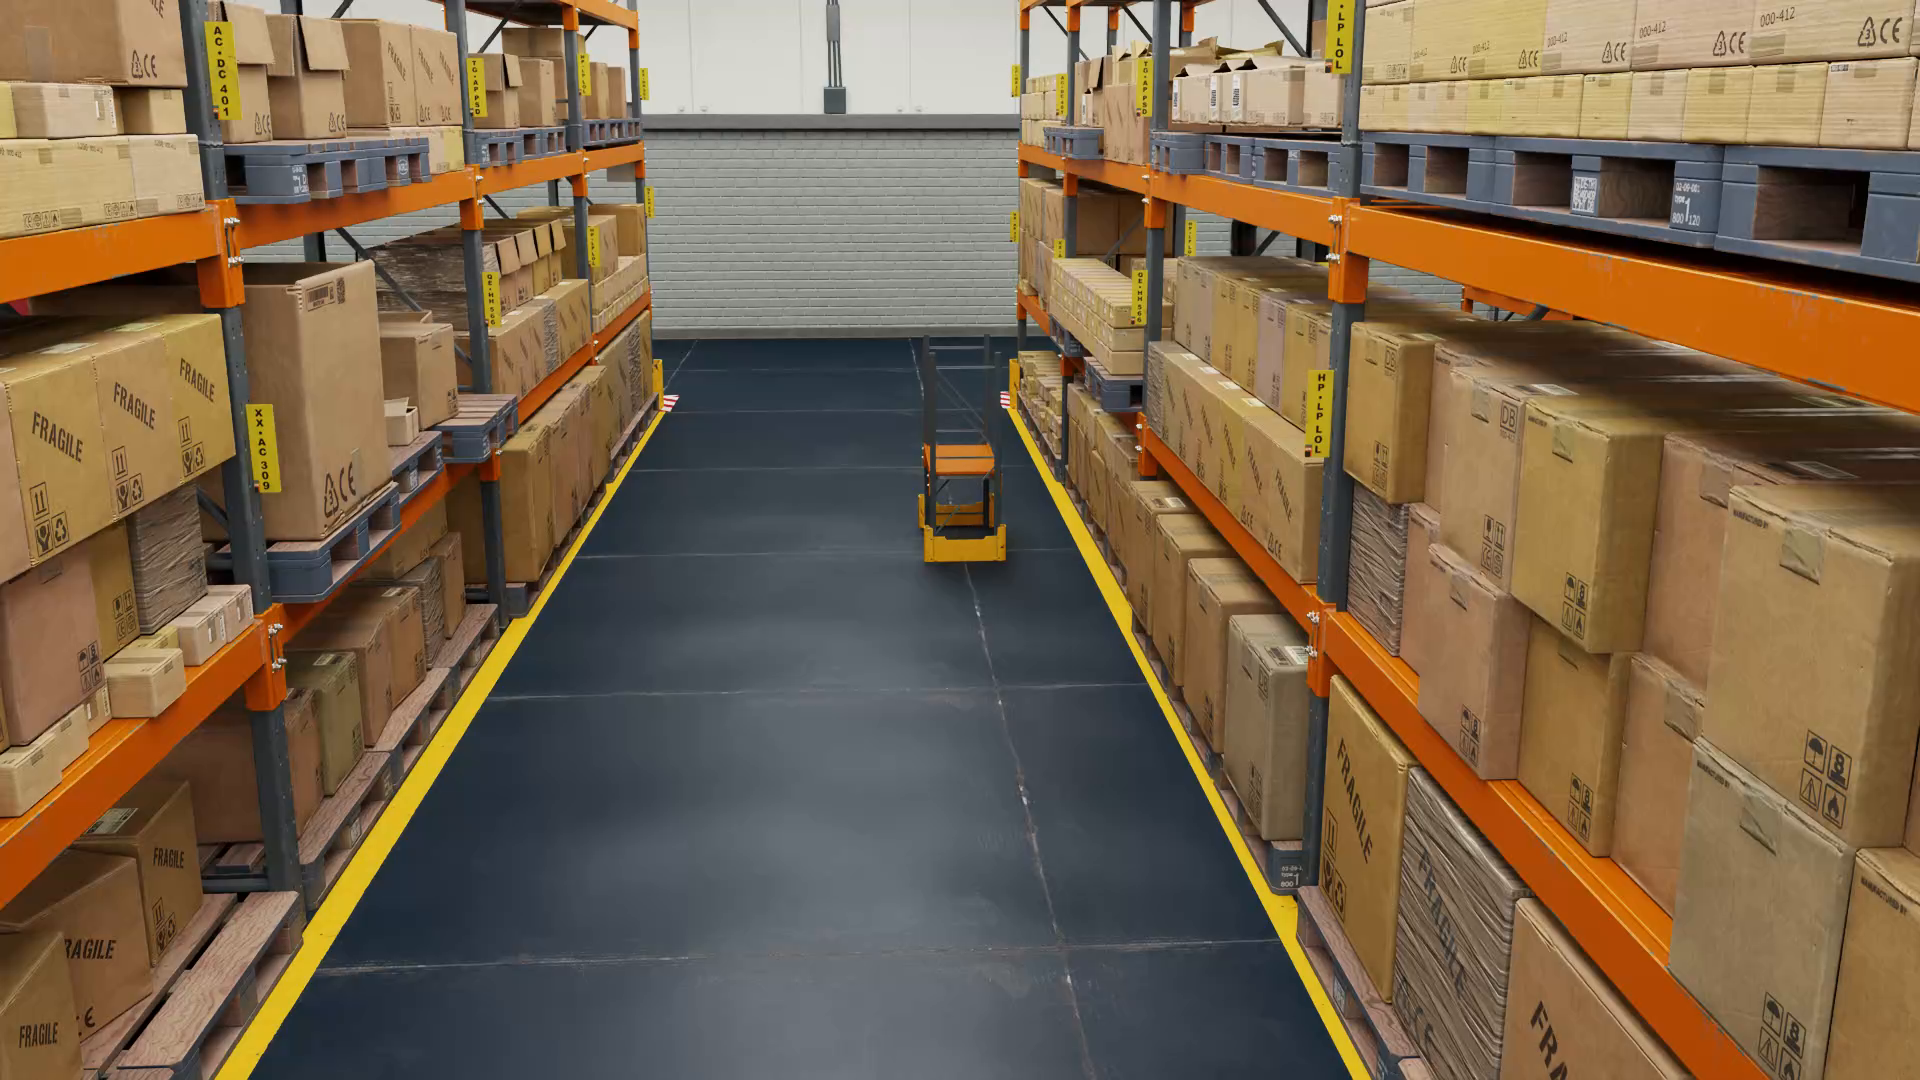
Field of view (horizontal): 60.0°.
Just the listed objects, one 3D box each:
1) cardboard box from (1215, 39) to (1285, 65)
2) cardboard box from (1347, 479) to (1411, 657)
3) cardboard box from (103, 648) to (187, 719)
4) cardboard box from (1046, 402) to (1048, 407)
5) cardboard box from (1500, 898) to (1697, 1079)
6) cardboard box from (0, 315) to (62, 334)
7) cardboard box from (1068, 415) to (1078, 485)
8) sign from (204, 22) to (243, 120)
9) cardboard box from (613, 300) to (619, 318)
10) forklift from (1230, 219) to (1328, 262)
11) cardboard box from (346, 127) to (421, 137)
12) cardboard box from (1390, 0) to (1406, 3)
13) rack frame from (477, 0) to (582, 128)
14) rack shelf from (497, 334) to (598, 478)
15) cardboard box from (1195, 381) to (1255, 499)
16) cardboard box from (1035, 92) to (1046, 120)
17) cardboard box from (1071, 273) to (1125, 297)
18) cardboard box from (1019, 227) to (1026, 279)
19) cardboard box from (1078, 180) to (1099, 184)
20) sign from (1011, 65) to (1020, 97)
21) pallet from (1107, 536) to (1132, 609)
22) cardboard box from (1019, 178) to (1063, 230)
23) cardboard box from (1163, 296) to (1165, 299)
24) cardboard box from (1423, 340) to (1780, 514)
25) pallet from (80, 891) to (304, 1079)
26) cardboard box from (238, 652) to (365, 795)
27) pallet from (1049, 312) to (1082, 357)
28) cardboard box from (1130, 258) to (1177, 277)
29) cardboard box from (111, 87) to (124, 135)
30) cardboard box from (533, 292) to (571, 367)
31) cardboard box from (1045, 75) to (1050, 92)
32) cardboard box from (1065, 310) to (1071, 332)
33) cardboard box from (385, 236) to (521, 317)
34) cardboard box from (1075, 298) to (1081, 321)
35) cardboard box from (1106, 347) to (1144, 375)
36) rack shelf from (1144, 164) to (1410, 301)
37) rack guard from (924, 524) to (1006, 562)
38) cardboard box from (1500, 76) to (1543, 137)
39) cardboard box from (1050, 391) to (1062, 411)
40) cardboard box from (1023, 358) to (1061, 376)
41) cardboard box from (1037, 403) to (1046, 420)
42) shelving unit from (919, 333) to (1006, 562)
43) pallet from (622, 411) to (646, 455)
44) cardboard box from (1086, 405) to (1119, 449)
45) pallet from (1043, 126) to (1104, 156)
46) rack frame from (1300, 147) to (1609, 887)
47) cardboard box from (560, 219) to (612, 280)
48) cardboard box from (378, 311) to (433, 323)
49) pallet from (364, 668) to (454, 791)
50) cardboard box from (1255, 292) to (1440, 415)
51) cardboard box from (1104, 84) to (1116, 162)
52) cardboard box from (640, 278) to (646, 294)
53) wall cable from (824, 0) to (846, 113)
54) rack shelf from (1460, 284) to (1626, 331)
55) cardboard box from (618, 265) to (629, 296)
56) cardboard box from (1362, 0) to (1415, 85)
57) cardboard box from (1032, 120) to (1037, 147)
[{"bbox_3d":[1.844,-3.054,10.621,0.396,0.266,0.258,-1,14,-3],"label":"cardboard box"},{"bbox_3d":[1.908,0.064,5.955,0.875,0.550,0.550,-1,14,-3],"label":"cardboard box"},{"bbox_3d":[-2.689,0.453,5.249,0.380,0.149,0.250,-1,14,-3],"label":"cardboard box"},{"bbox_3d":[1.028,-1.312,15.886,0.380,0.149,0.250,-2,15,-6],"label":"cardboard box"},{"bbox_3d":[1.956,1.479,4.178,0.875,0.875,0.875,-1,14,-4],"label":"cardboard box"},{"bbox_3d":[-3.309,-0.464,5.506,0.500,0.500,0.500,-1,14,-3],"label":"cardboard box"},{"bbox_3d":[1.159,-0.749,13.592,0.500,0.500,0.500,0,14,-1],"label":"cardboard box"},{"bbox_3d":[-2.542,-1.616,5.732,0.100,0.325,0.005,-1,14,-3],"label":"sign"},{"bbox_3d":[-3.333,-2.110,15.210,0.380,0.149,0.250,-1,14,-4],"label":"cardboard box"},{"bbox_3d":[3.115,-2.275,15.485,1.130,2.935,3.031,-2,15,-6],"label":"forklift"},{"bbox_3d":[-2.984,-1.915,8.232,0.500,0.250,0.500,0,14,-2],"label":"cardboard box"},{"bbox_3d":[1.573,-1.764,5.204,0.380,0.149,0.250,-1,14,-4],"label":"cardboard box"},{"bbox_3d":[-3.579,-4.798,13.115,1.000,3.000,0.127,-1,14,-3],"label":"rack frame"},{"bbox_3d":[-3.455,-1.047,12.019,1.077,0.370,4.000,-1,14,-3],"label":"rack shelf"},{"bbox_3d":[1.478,-0.506,8.273,0.500,0.500,0.500,-1,14,-4],"label":"cardboard box"},{"bbox_3d":[0.983,-4.067,15.589,0.500,0.250,0.500,-1,14,-6],"label":"cardboard box"},{"bbox_3d":[1.024,-1.887,12.310,0.380,0.149,0.250,0,14,-1],"label":"cardboard box"},{"bbox_3d":[0.882,-3.016,17.429,0.500,0.500,0.500,0,14,-1],"label":"cardboard box"},{"bbox_3d":[1.438,-3.380,16.838,0.500,0.500,0.500,-1,14,-5],"label":"cardboard box"},{"bbox_3d":[0.588,-4.807,17.414,0.100,0.325,0.005,-1,14,-3],"label":"sign"},{"bbox_3d":[1.578,0.207,11.299,1.003,0.211,1.213,-1,14,-3],"label":"pallet"},{"bbox_3d":[0.893,-3.500,17.305,0.500,0.500,0.500,-1,14,-4],"label":"cardboard box"},{"bbox_3d":[1.685,-1.746,12.358,0.380,0.149,0.250,-1,14,-3],"label":"cardboard box"},{"bbox_3d":[2.012,-0.323,5.293,0.875,0.550,0.550,-1,14,-3],"label":"cardboard box"},{"bbox_3d":[-3.007,1.614,5.831,1.003,0.211,1.213,-1,14,-3],"label":"pallet"},{"bbox_3d":[-3.111,0.822,7.444,0.700,0.500,0.500,-1,14,-4],"label":"cardboard box"},{"bbox_3d":[1.280,-1.659,13.339,1.003,0.211,1.213,-1,14,-3],"label":"pallet"},{"bbox_3d":[1.597,-2.217,13.591,0.380,0.149,0.250,0,14,-1],"label":"cardboard box"},{"bbox_3d":[-2.850,-1.332,5.165,0.380,0.149,0.250,-1,14,-3],"label":"cardboard box"},{"bbox_3d":[-3.215,-1.576,12.431,0.500,0.500,0.500,-1,14,-4],"label":"cardboard box"},{"bbox_3d":[0.979,-4.154,15.130,0.380,0.149,0.250,-1,14,-4],"label":"cardboard box"},{"bbox_3d":[1.008,-1.664,12.635,0.380,0.149,0.250,-2,15,-6],"label":"cardboard box"},{"bbox_3d":[-3.398,-1.776,11.197,0.797,0.503,0.637,-1,14,-2],"label":"cardboard box"},{"bbox_3d":[1.042,-1.676,12.085,0.380,0.149,0.250,-1,14,-5],"label":"cardboard box"},{"bbox_3d":[1.136,-1.147,10.625,0.380,0.149,0.250,-1,14,-3],"label":"cardboard box"},{"bbox_3d":[1.749,-1.556,7.979,1.077,0.370,4.000,-1,14,-3],"label":"rack shelf"},{"bbox_3d":[0.036,0.022,11.940,0.587,0.250,0.087,-1,14,-3],"label":"rack guard"},{"bbox_3d":[1.637,-1.125,4.320,0.380,0.149,0.250,-1,14,-3],"label":"cardboard box"},{"bbox_3d":[1.018,-1.264,15.105,0.380,0.149,0.250,-1,14,-4],"label":"cardboard box"},{"bbox_3d":[0.848,-1.783,17.121,0.380,0.149,0.250,-1,14,-4],"label":"cardboard box"},{"bbox_3d":[0.952,-1.242,16.212,0.380,0.149,0.250,-1,14,-3],"label":"cardboard box"},{"bbox_3d":[0.005,-0.707,12.266,0.587,1.500,1.083,-1,14,-3],"label":"shelving unit"},{"bbox_3d":[-3.627,-1.037,16.132,1.003,0.211,1.213,-1,14,-3],"label":"pallet"},{"bbox_3d":[1.222,-0.853,12.491,0.500,0.250,0.500,0,14,-1],"label":"cardboard box"},{"bbox_3d":[1.309,-3.151,13.109,1.213,0.211,1.003,-1,14,-3],"label":"pallet"},{"bbox_3d":[1.873,0.045,6.330,1.000,3.000,0.127,-1,14,-3],"label":"rack frame"},{"bbox_3d":[-3.376,-2.573,14.706,0.500,0.500,0.500,-1,14,-3],"label":"cardboard box"},{"bbox_3d":[-3.258,-1.016,9.412,0.500,0.500,0.500,-3,15,-10],"label":"cardboard box"},{"bbox_3d":[-3.212,0.950,8.412,1.003,0.211,1.213,-1,14,-3],"label":"pallet"},{"bbox_3d":[1.772,-0.864,7.658,0.700,0.500,0.500,-1,14,-3],"label":"cardboard box"},{"bbox_3d":[1.265,-2.837,11.313,0.500,0.500,0.500,-1,14,-3],"label":"cardboard box"},{"bbox_3d":[-3.458,-2.618,17.185,0.380,0.149,0.250,-1,14,-3],"label":"cardboard box"},{"bbox_3d":[-0.737,-8.810,22.253,2.277,5.999,0.120,-1,14,-3],"label":"wall cable"},{"bbox_3d":[6.188,-2.195,16.480,1.077,0.370,4.000,-1,14,-3],"label":"rack shelf"},{"bbox_3d":[-3.433,-2.460,15.773,0.500,0.250,0.500,-1,14,-3],"label":"cardboard box"},{"bbox_3d":[1.624,-1.605,5.384,0.500,0.250,0.500,-1,14,-3],"label":"cardboard box"},{"bbox_3d":[0.975,-3.944,16.118,0.500,0.250,0.500,-1,14,-5],"label":"cardboard box"}]
